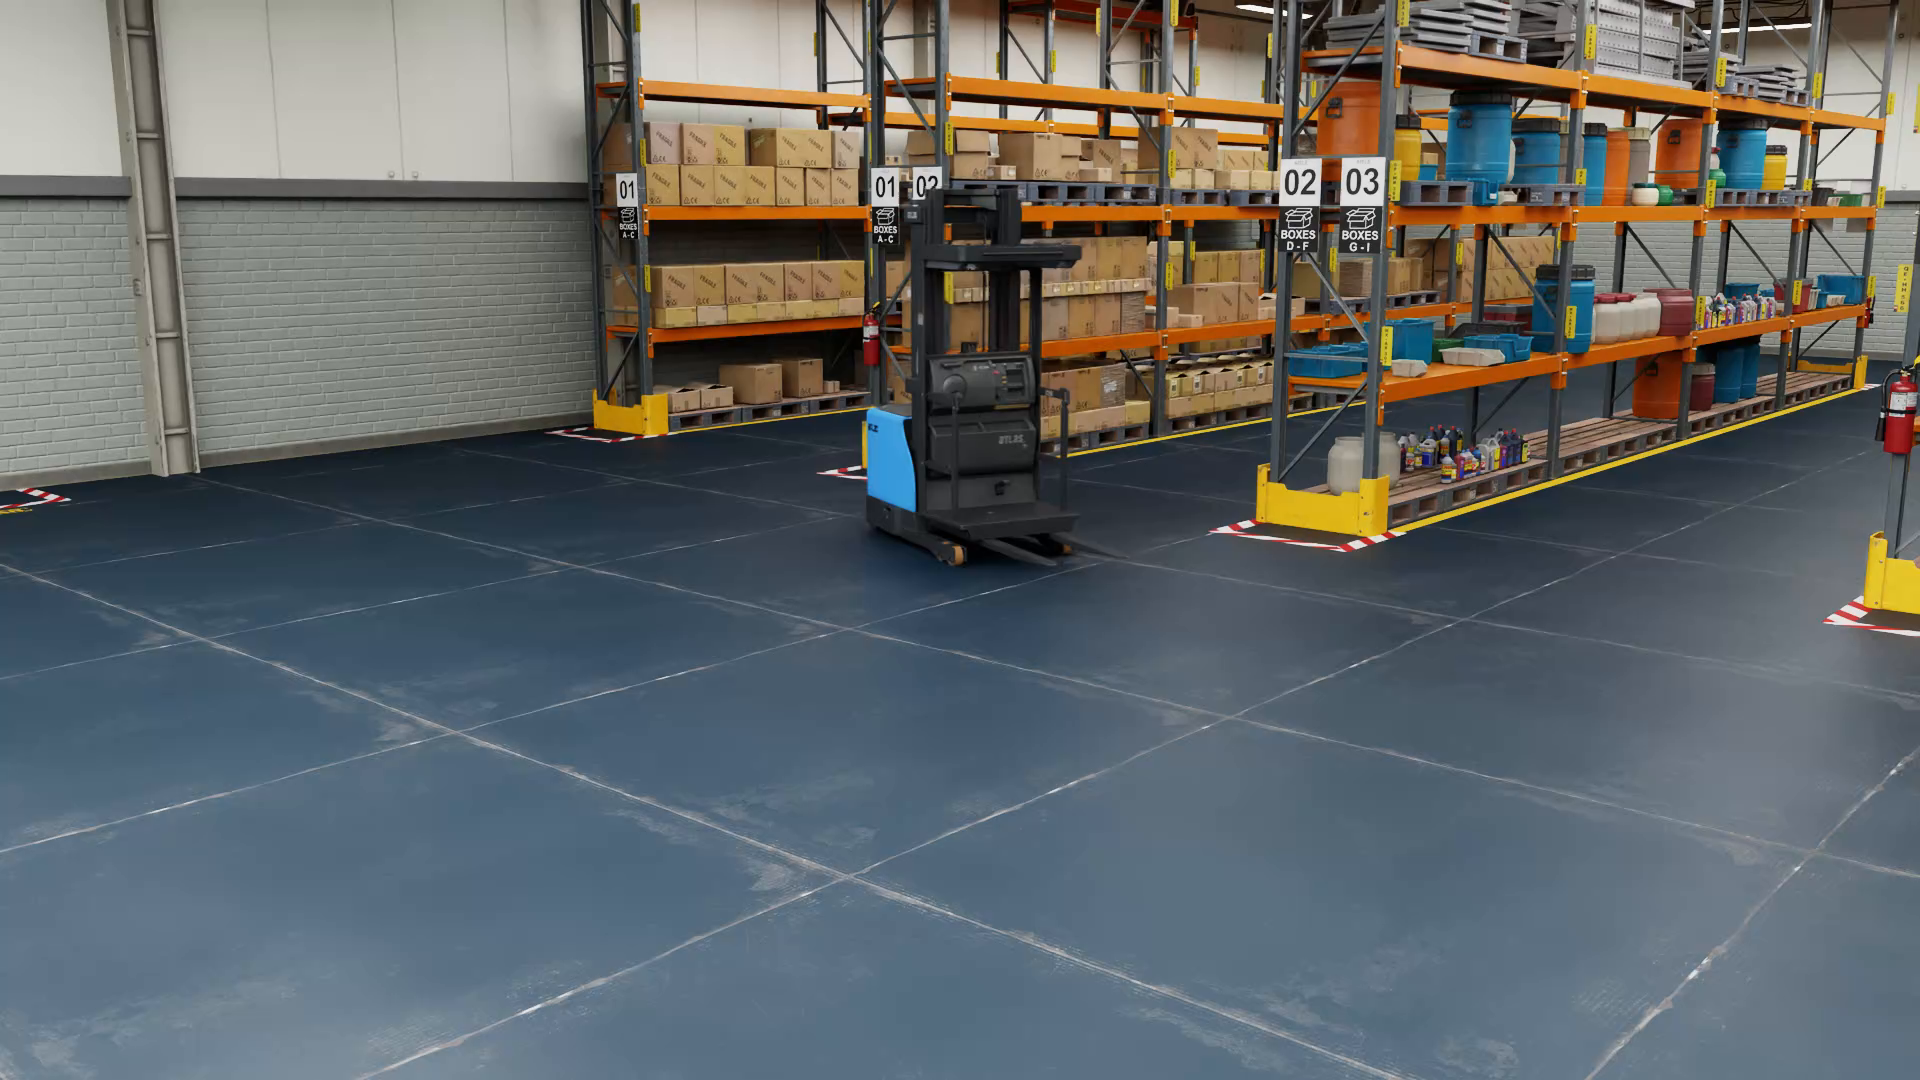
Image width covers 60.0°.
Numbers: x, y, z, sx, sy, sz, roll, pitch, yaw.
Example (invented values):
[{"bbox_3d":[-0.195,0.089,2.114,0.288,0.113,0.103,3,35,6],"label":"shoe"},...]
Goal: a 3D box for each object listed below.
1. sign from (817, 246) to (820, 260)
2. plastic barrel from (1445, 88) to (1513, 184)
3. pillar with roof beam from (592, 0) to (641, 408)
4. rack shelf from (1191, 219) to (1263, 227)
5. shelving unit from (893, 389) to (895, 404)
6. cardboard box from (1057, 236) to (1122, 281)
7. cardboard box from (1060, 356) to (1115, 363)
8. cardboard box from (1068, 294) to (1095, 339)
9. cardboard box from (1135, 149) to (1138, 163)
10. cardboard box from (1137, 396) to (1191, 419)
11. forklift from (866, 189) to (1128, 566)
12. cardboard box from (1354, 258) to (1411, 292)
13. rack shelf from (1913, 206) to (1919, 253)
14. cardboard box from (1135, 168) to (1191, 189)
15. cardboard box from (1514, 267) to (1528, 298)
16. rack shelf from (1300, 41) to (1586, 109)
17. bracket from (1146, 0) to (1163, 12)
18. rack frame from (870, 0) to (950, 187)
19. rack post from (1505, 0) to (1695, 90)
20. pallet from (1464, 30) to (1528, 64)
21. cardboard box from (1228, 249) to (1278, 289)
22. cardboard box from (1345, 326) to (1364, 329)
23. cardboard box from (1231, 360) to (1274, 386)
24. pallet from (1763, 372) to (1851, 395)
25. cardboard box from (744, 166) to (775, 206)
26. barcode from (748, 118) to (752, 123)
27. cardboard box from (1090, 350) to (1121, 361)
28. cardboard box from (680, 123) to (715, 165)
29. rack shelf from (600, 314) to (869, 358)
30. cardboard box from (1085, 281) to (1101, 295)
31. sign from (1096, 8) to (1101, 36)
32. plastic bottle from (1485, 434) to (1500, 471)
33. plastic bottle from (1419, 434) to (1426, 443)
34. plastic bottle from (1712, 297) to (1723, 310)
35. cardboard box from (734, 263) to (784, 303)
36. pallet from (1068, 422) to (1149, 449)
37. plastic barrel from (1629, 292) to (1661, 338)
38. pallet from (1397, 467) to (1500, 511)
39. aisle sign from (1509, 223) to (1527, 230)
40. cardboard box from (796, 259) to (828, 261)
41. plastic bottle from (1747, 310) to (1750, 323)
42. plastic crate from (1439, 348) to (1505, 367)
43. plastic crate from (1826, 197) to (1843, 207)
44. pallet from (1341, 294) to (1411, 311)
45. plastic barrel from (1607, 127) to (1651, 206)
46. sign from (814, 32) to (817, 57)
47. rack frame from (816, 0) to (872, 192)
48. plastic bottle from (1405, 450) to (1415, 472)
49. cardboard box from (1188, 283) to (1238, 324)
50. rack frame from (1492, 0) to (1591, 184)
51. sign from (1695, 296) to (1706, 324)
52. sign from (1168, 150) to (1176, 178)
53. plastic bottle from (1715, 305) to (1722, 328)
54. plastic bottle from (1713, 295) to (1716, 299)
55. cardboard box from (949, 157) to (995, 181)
[{"bbox_3d":[-2.026,-4.084,24.047,0.100,0.325,0.005,10,15,40],"label":"sign"},{"bbox_3d":[5.098,-3.955,16.342,0.600,0.901,0.708,10,15,40],"label":"plastic barrel"},{"bbox_3d":[-1.201,-5.457,18.558,9.100,9.000,0.400,10,15,40],"label":"pillar with roof beam"},{"bbox_3d":[4.995,-6.035,30.946,1.077,0.370,4.000,10,15,40],"label":"rack shelf"},{"bbox_3d":[-0.484,-0.783,15.040,0.189,1.200,0.258,-2,13,0],"label":"shelving unit"},{"bbox_3d":[1.496,-3.350,19.759,0.700,0.500,0.500,10,15,40],"label":"cardboard box"},{"bbox_3d":[1.576,-2.003,20.615,0.500,0.500,0.500,10,15,40],"label":"cardboard box"},{"bbox_3d":[1.151,-2.637,19.499,0.700,0.500,0.500,10,15,41],"label":"cardboard box"},{"bbox_3d":[2.995,-6.613,28.713,0.500,0.250,0.500,-11,16,-43],"label":"cardboard box"},{"bbox_3d":[2.569,-1.690,20.964,0.500,0.250,0.500,9,15,39],"label":"cardboard box"},{"bbox_3d":[0.282,-1.327,13.372,1.130,2.935,3.031,-6,13,-26],"label":"forklift"},{"bbox_3d":[6.511,-4.087,25.690,0.500,0.500,0.700,-9,15,-39],"label":"cardboard box"},{"bbox_3d":[8.236,-2.348,12.487,1.077,0.370,4.000,10,15,40],"label":"rack shelf"},{"bbox_3d":[2.531,-4.498,20.727,0.500,0.250,0.500,-10,15,-42],"label":"cardboard box"},{"bbox_3d":[9.274,-4.370,28.175,0.500,0.500,0.500,10,15,41],"label":"cardboard box"},{"bbox_3d":[4.515,-4.263,15.439,1.077,0.370,4.000,10,15,40],"label":"rack shelf"},{"bbox_3d":[3.479,-9.437,29.296,0.235,0.232,0.430,10,15,40],"label":"bracket"},{"bbox_3d":[-0.523,-5.159,17.065,1.000,3.000,0.127,10,15,40],"label":"rack frame"},{"bbox_3d":[7.071,-5.505,18.289,1.013,1.000,3.121,10,15,40],"label":"rack post"},{"bbox_3d":[4.507,-4.513,15.332,1.003,0.211,1.213,10,15,40],"label":"pallet"},{"bbox_3d":[5.514,-5.173,31.688,0.980,0.700,0.700,10,15,40],"label":"cardboard box"},{"bbox_3d":[6.235,-3.153,25.685,0.500,0.250,0.500,10,15,40],"label":"cardboard box"},{"bbox_3d":[3.923,-2.267,22.417,0.500,0.311,0.500,10,15,40],"label":"cardboard box"},{"bbox_3d":[13.183,-2.446,25.920,1.003,0.211,1.213,10,15,40],"label":"pallet"},{"bbox_3d":[-2.780,-4.637,21.802,0.500,0.500,0.500,11,16,44],"label":"cardboard box"},{"bbox_3d":[-2.847,-5.699,22.578,0.001,0.075,0.075,10,15,40],"label":"barcode"},{"bbox_3d":[2.201,-3.405,28.017,0.750,0.750,0.750,10,15,40],"label":"cardboard box"},{"bbox_3d":[-3.441,-4.970,20.917,0.500,0.500,0.500,10,15,40],"label":"cardboard box"},{"bbox_3d":[-2.927,-2.798,22.401,1.077,0.370,4.000,10,15,40],"label":"rack shelf"},{"bbox_3d":[1.425,-2.955,19.439,0.380,0.149,0.250,10,15,40],"label":"cardboard box"},{"bbox_3d":[1.702,-6.313,20.255,0.100,0.325,0.005,10,15,40],"label":"sign"},{"bbox_3d":[5.287,-0.874,16.566,0.144,0.351,0.185,10,15,40],"label":"plastic bottle"},{"bbox_3d":[4.726,-0.936,17.053,0.061,0.283,0.133,11,15,43],"label":"plastic bottle"},{"bbox_3d":[9.825,-2.978,21.587,0.144,0.351,0.185,10,15,40],"label":"plastic bottle"},{"bbox_3d":[-2.695,-3.416,22.075,0.500,0.500,0.500,10,15,42],"label":"cardboard box"},{"bbox_3d":[1.561,-1.327,20.314,1.003,0.211,1.213,10,15,40],"label":"pallet"},{"bbox_3d":[7.957,-2.629,19.430,0.421,0.512,0.421,0,11,0],"label":"plastic barrel"},{"bbox_3d":[4.556,-0.523,16.293,1.003,0.211,1.213,10,15,40],"label":"pallet"},{"bbox_3d":[9.863,-5.894,29.425,0.394,0.787,0.004,10,15,40],"label":"aisle sign"},{"bbox_3d":[-2.074,-3.707,23.532,0.500,0.500,0.500,9,15,39],"label":"cardboard box"},{"bbox_3d":[10.380,-2.976,21.960,0.097,0.201,0.097,0,11,0],"label":"plastic bottle"},{"bbox_3d":[4.954,-1.764,16.056,0.530,0.136,0.437,10,15,40],"label":"plastic crate"},{"bbox_3d":[12.579,-4.936,24.279,0.437,0.136,0.530,10,15,40],"label":"plastic crate"},{"bbox_3d":[6.038,-3.587,25.000,1.003,0.211,1.213,10,15,40],"label":"pallet"},{"bbox_3d":[7.771,-4.377,19.529,0.600,0.901,0.600,0,11,0],"label":"plastic barrel"},{"bbox_3d":[-2.027,-6.994,23.464,0.100,0.325,0.005,10,15,40],"label":"sign"},{"bbox_3d":[-1.606,-6.387,23.216,1.000,3.000,0.127,10,15,40],"label":"rack frame"},{"bbox_3d":[4.463,-0.787,16.514,0.097,0.201,0.097,0,11,0],"label":"plastic bottle"},{"bbox_3d":[3.315,-3.117,21.902,0.500,0.500,0.500,10,15,40],"label":"cardboard box"},{"bbox_3d":[5.835,-5.106,16.803,1.000,3.000,0.127,10,15,40],"label":"rack frame"},{"bbox_3d":[8.894,-2.763,19.970,0.100,0.325,0.005,10,15,40],"label":"sign"},{"bbox_3d":[2.535,-4.497,19.889,0.100,0.325,0.005,10,15,40],"label":"sign"},{"bbox_3d":[9.585,-2.834,21.038,0.061,0.283,0.133,10,15,40],"label":"plastic bottle"},{"bbox_3d":[10.554,-3.286,23.301,0.061,0.283,0.133,10,15,40],"label":"plastic bottle"},{"bbox_3d":[0.039,-4.093,18.338,0.500,0.250,0.500,10,15,40],"label":"cardboard box"}]
